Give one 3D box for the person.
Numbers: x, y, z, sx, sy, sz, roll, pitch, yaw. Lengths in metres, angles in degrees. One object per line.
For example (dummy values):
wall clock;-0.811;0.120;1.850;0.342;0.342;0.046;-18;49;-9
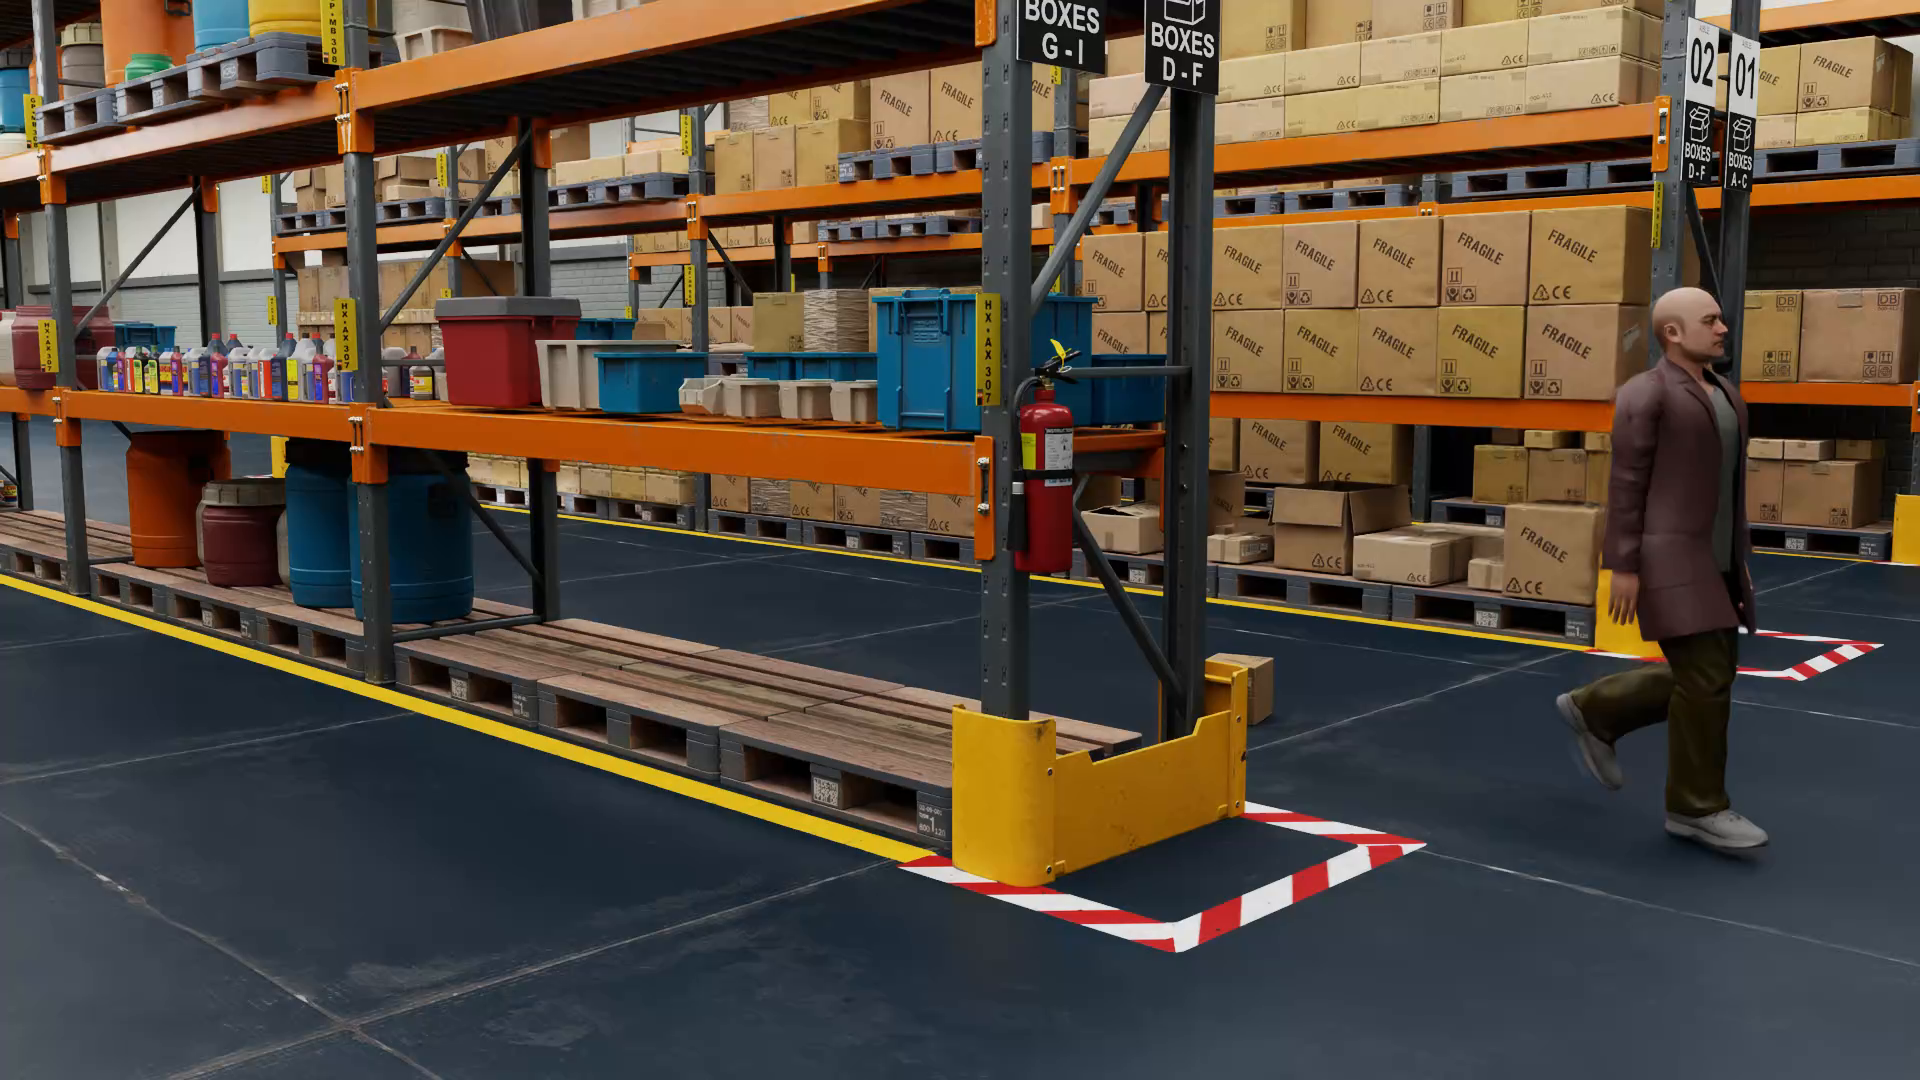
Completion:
person;2.299;0.065;5.410;0.602;1.752;0.860;-5;8;-34
